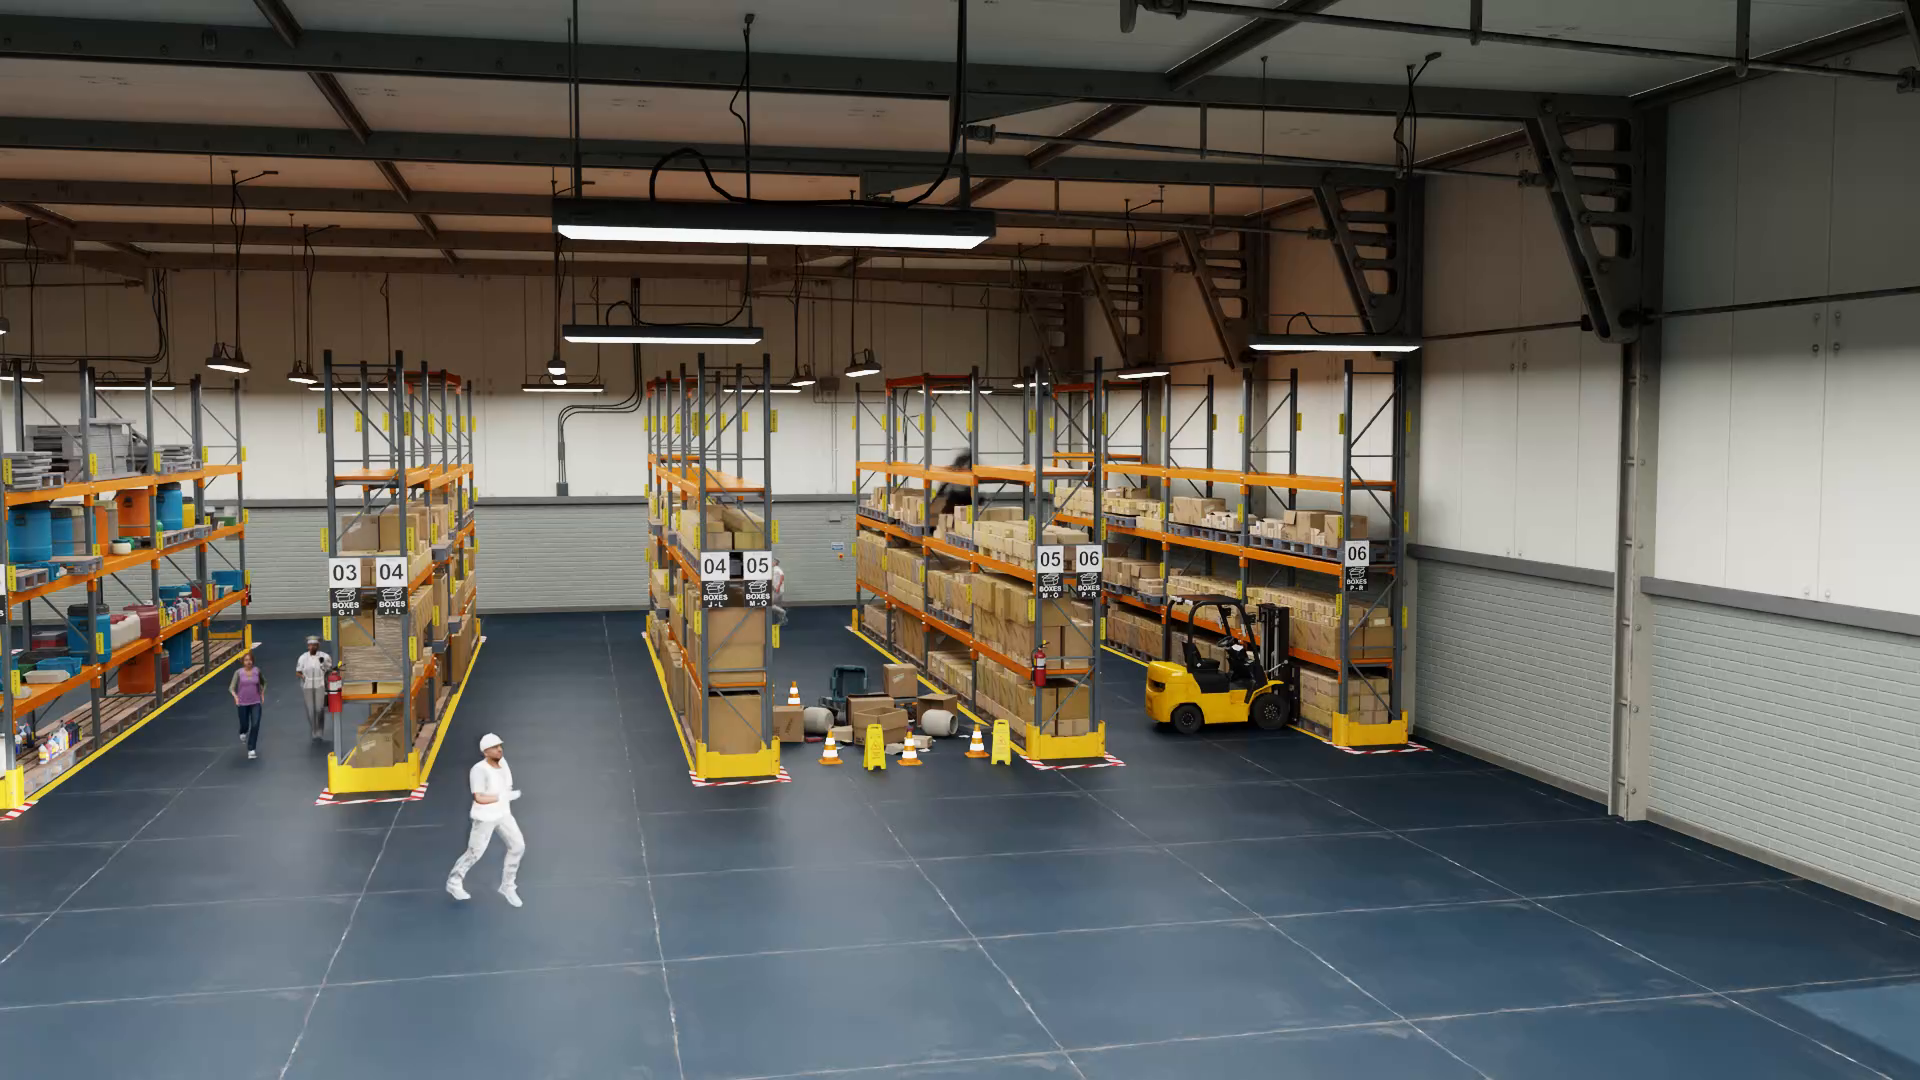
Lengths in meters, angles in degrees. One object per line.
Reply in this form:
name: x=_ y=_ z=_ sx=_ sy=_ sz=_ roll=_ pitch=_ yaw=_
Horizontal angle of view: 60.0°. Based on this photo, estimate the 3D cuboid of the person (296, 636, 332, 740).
person: x=-10.204 y=2.340 z=26.295 sx=0.563 sy=1.666 sz=0.611 roll=-1 pitch=4 yaw=-16

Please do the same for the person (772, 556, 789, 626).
person: x=-4.603 y=1.267 z=41.230 sx=0.692 sy=1.743 sz=0.655 roll=0 pitch=4 yaw=-3

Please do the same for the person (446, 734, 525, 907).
person: x=-4.897 y=2.910 z=17.310 sx=0.916 sy=1.824 sz=0.694 roll=2 pitch=4 yaw=22

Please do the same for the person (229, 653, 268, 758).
person: x=-10.747 y=2.481 z=25.138 sx=0.543 sy=1.567 sz=0.657 roll=-2 pitch=5 yaw=-32
